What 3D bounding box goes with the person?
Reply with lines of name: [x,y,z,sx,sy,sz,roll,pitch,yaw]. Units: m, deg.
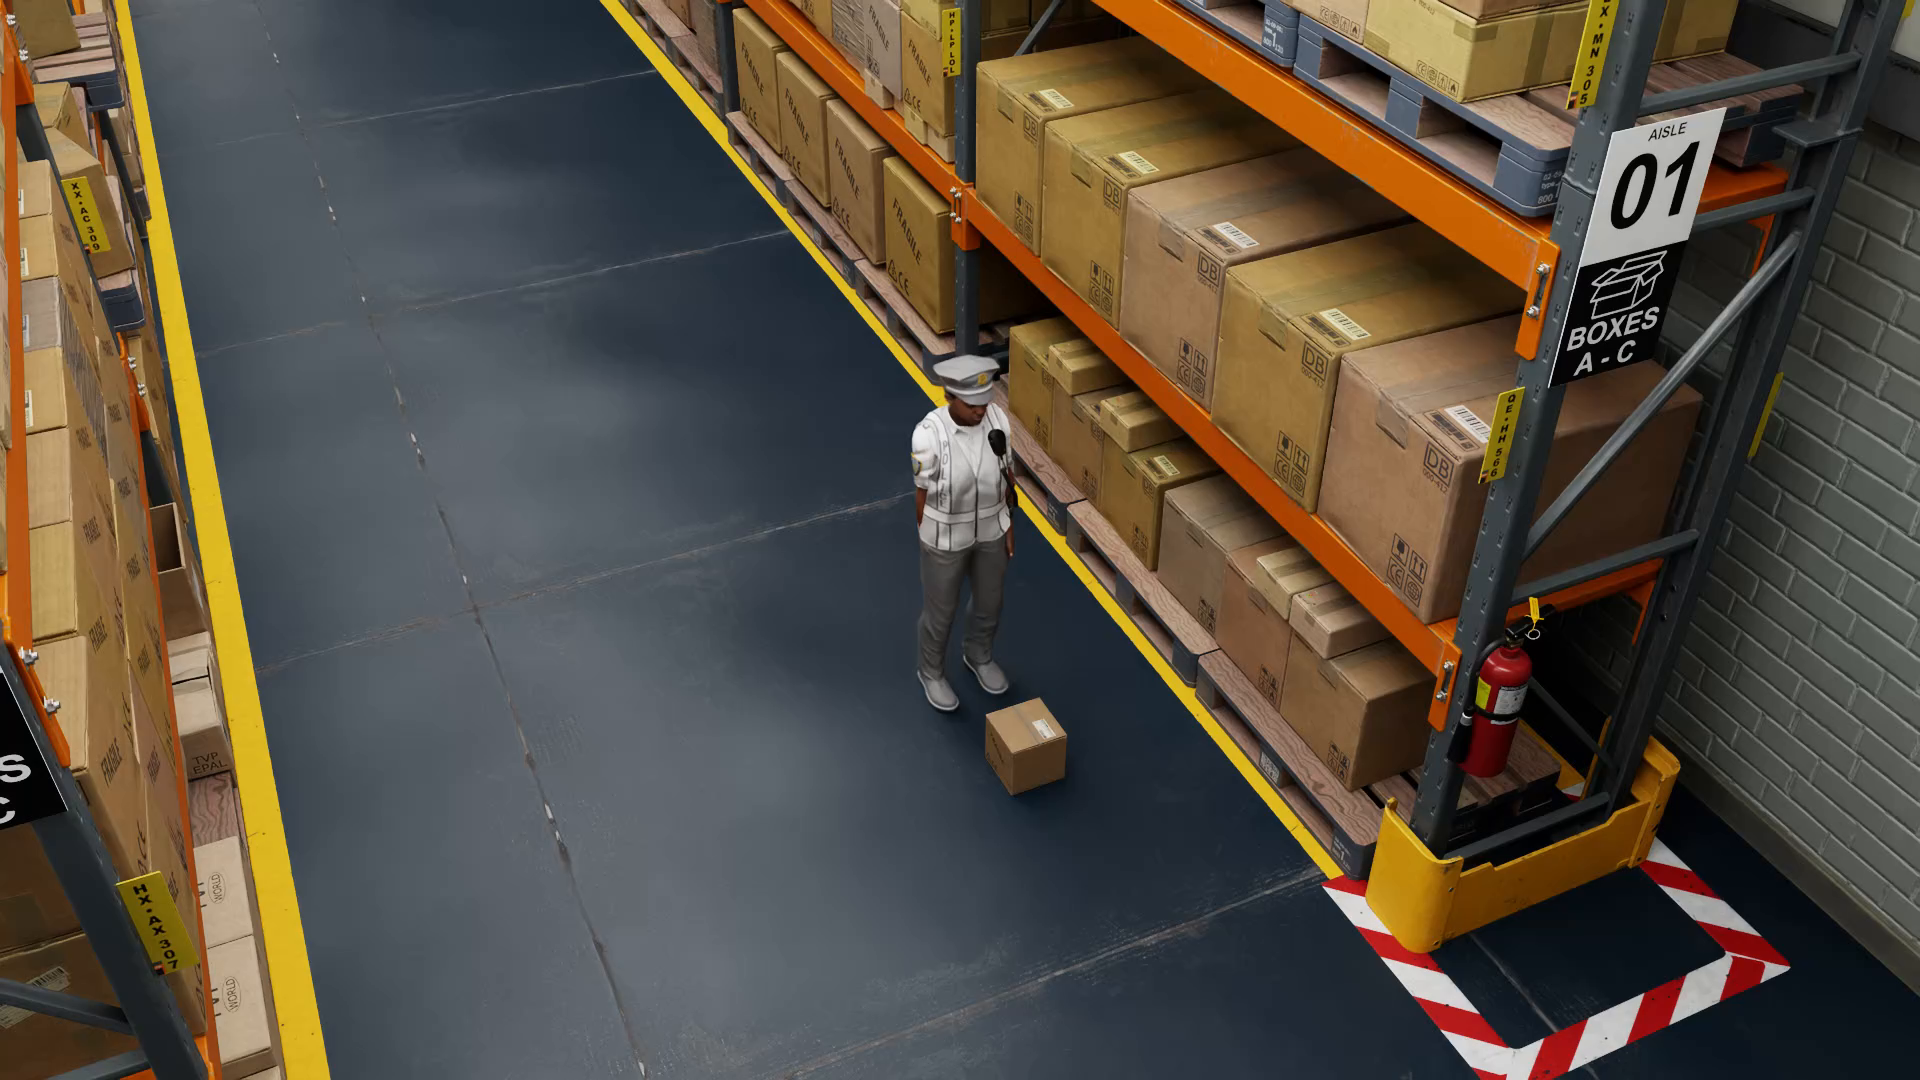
person: [0.031,-0.019,6.887,0.438,1.658,0.340,-15,40,-19]
